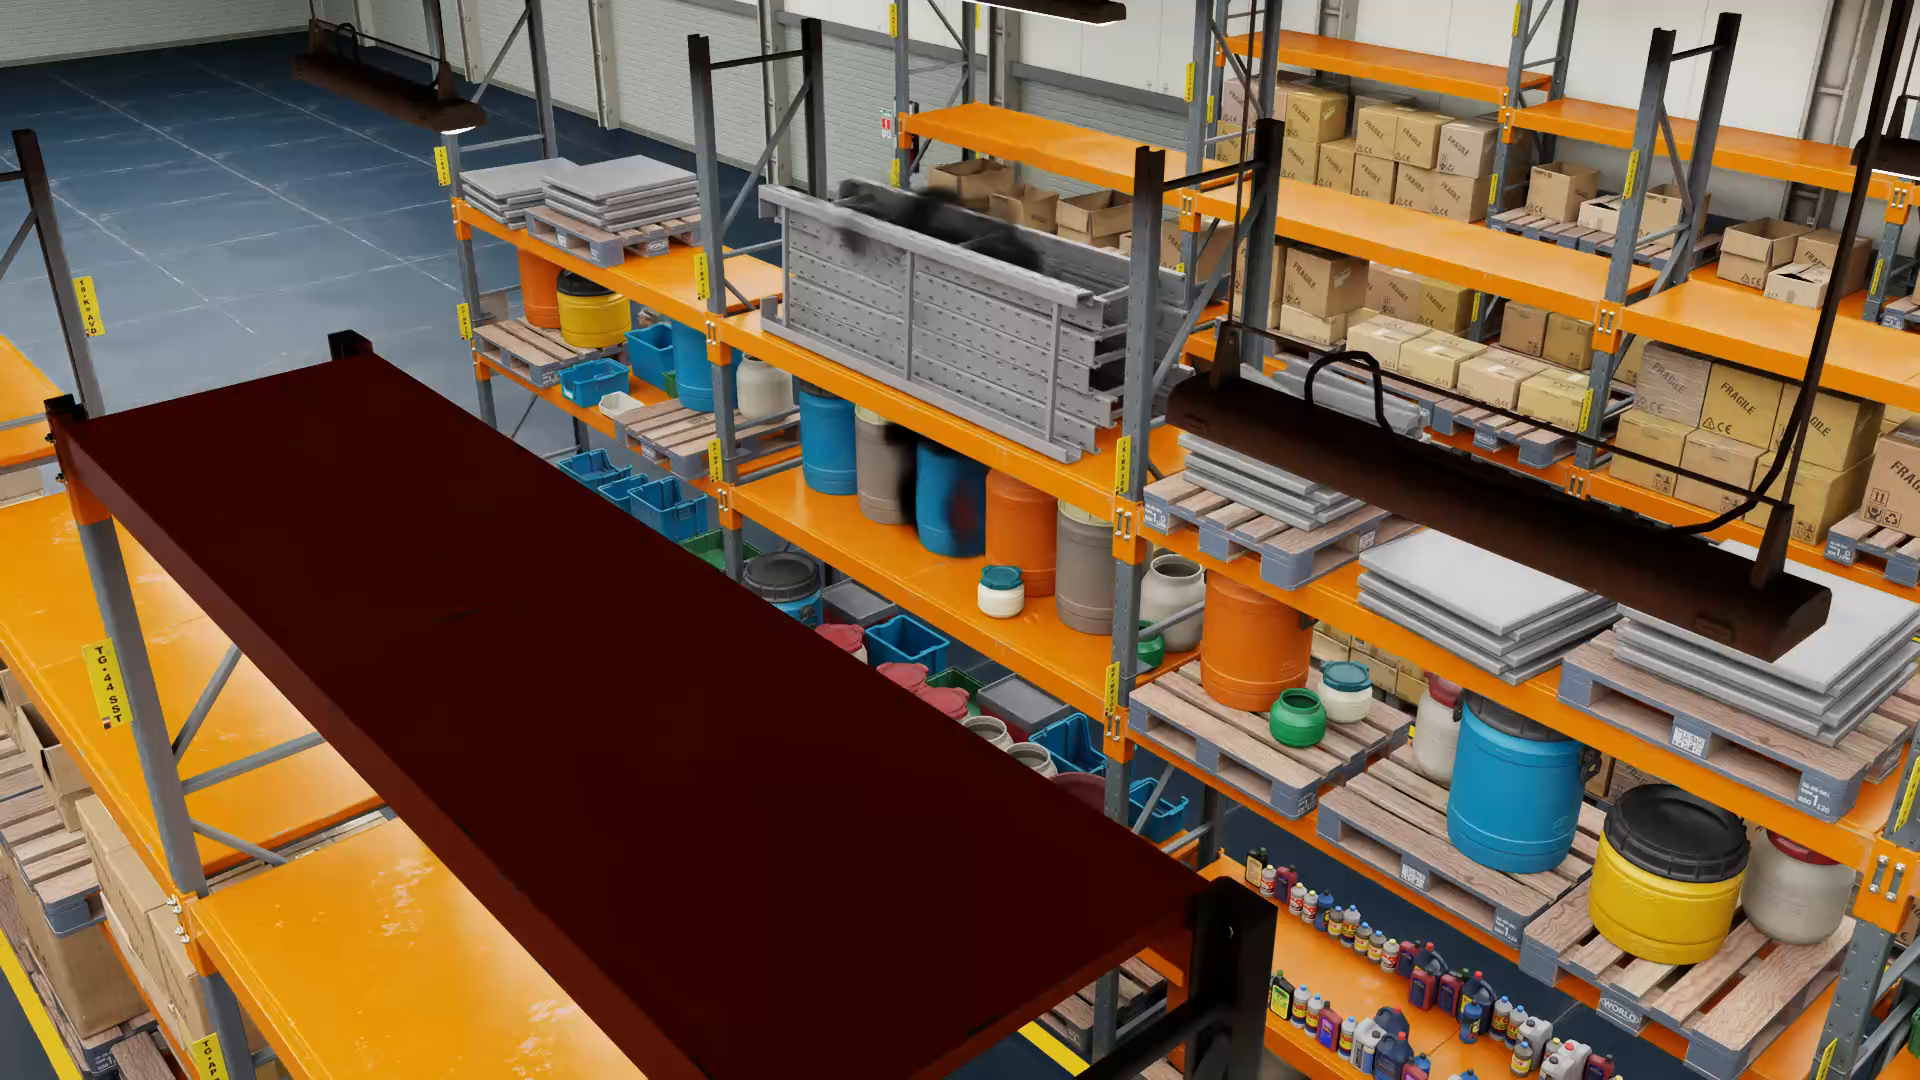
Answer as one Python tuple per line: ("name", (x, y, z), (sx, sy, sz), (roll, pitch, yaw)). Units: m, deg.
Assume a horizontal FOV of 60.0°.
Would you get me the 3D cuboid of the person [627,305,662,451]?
("person", (-3.512, -1.881, 19.337), (0.876, 1.795, 0.633), (-5, 27, -9))
